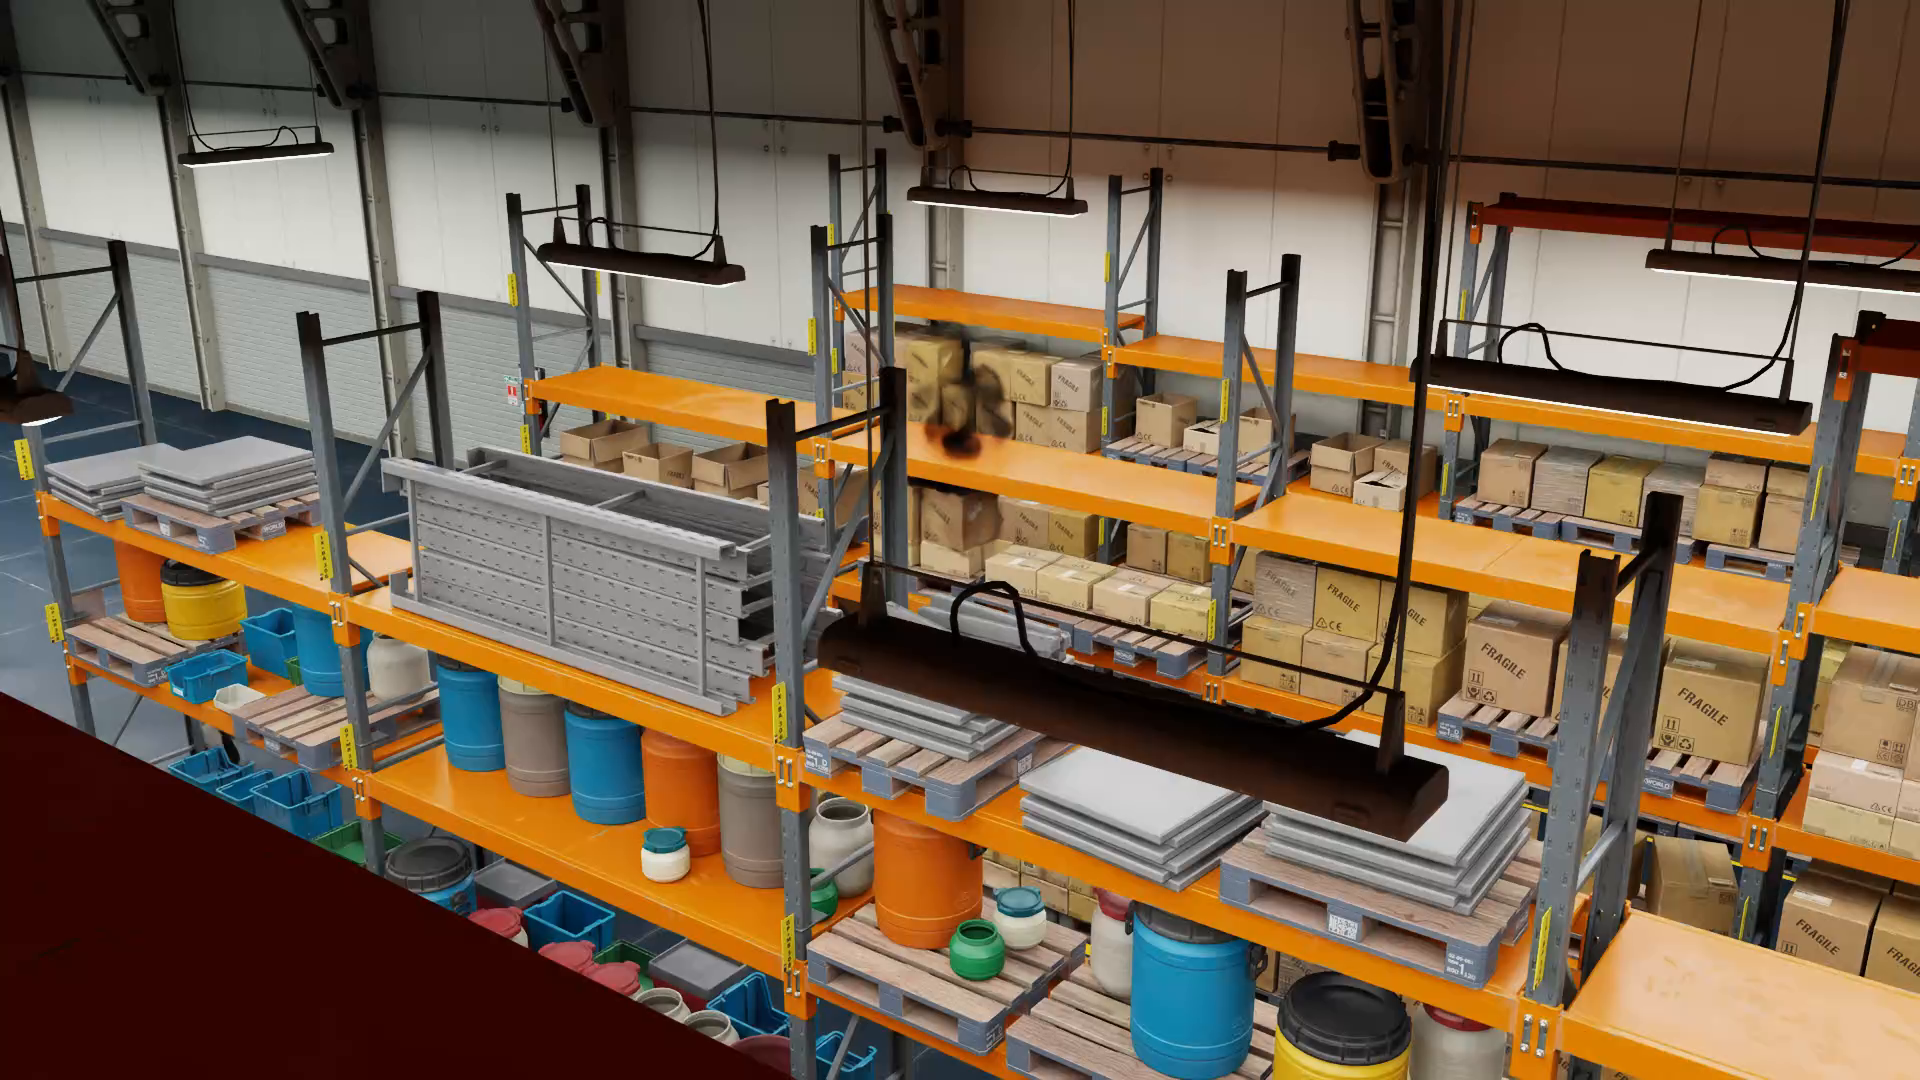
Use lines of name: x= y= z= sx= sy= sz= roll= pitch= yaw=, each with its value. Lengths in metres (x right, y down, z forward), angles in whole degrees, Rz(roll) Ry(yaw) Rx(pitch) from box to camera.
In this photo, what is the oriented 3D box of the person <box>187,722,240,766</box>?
person: x=-7.027 y=2.209 z=15.875 sx=0.809 sy=1.717 sz=0.674 roll=-1 pitch=18 yaw=-2
